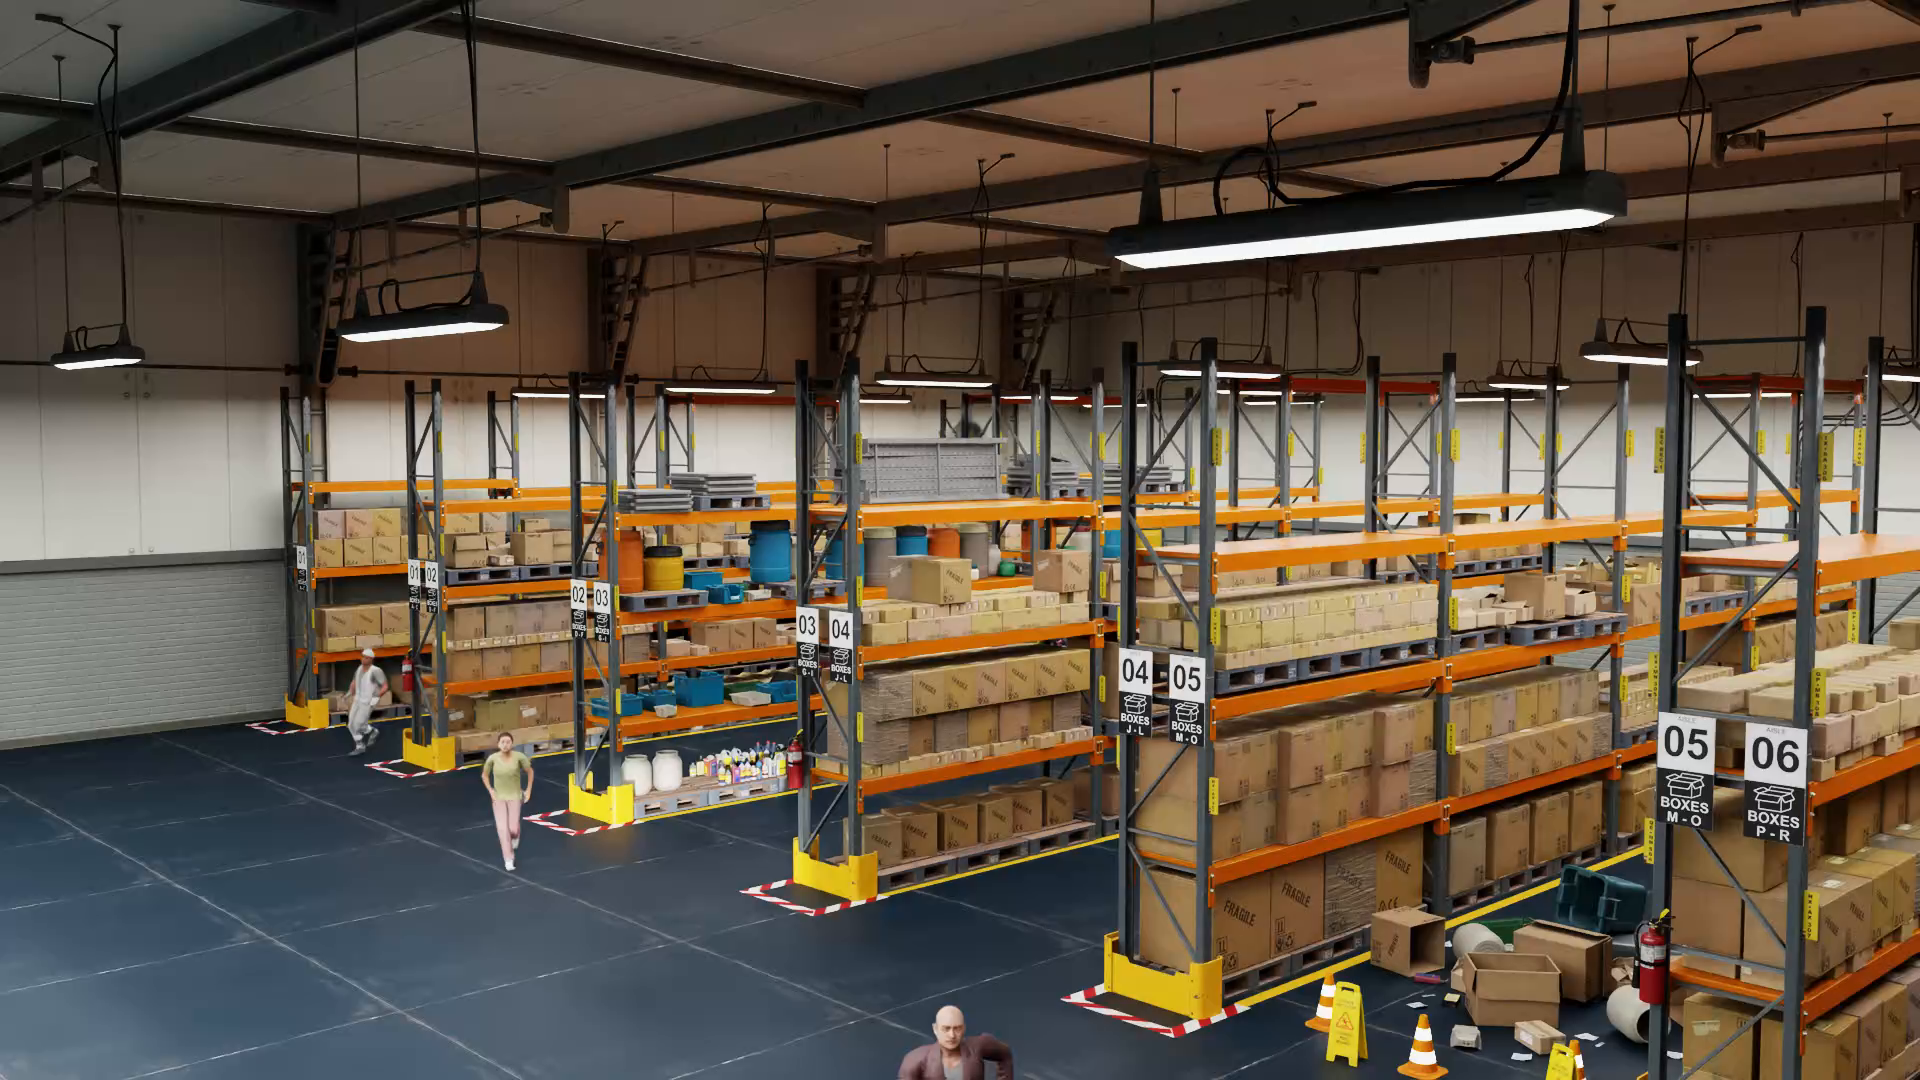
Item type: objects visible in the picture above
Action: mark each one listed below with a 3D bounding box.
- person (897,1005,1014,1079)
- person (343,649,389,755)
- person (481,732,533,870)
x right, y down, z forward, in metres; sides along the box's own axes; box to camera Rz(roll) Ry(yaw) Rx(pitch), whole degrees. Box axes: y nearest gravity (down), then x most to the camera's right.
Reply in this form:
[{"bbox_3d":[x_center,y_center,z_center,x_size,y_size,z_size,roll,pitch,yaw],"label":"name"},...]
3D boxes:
[{"bbox_3d":[-0.025,3.739,9.990,0.751,1.588,0.892,0,4,-3],"label":"person"},{"bbox_3d":[-9.543,2.607,26.722,0.714,1.732,0.562,2,4,31],"label":"person"},{"bbox_3d":[-5.428,3.091,19.959,0.598,1.629,0.657,-1,4,-11],"label":"person"}]
